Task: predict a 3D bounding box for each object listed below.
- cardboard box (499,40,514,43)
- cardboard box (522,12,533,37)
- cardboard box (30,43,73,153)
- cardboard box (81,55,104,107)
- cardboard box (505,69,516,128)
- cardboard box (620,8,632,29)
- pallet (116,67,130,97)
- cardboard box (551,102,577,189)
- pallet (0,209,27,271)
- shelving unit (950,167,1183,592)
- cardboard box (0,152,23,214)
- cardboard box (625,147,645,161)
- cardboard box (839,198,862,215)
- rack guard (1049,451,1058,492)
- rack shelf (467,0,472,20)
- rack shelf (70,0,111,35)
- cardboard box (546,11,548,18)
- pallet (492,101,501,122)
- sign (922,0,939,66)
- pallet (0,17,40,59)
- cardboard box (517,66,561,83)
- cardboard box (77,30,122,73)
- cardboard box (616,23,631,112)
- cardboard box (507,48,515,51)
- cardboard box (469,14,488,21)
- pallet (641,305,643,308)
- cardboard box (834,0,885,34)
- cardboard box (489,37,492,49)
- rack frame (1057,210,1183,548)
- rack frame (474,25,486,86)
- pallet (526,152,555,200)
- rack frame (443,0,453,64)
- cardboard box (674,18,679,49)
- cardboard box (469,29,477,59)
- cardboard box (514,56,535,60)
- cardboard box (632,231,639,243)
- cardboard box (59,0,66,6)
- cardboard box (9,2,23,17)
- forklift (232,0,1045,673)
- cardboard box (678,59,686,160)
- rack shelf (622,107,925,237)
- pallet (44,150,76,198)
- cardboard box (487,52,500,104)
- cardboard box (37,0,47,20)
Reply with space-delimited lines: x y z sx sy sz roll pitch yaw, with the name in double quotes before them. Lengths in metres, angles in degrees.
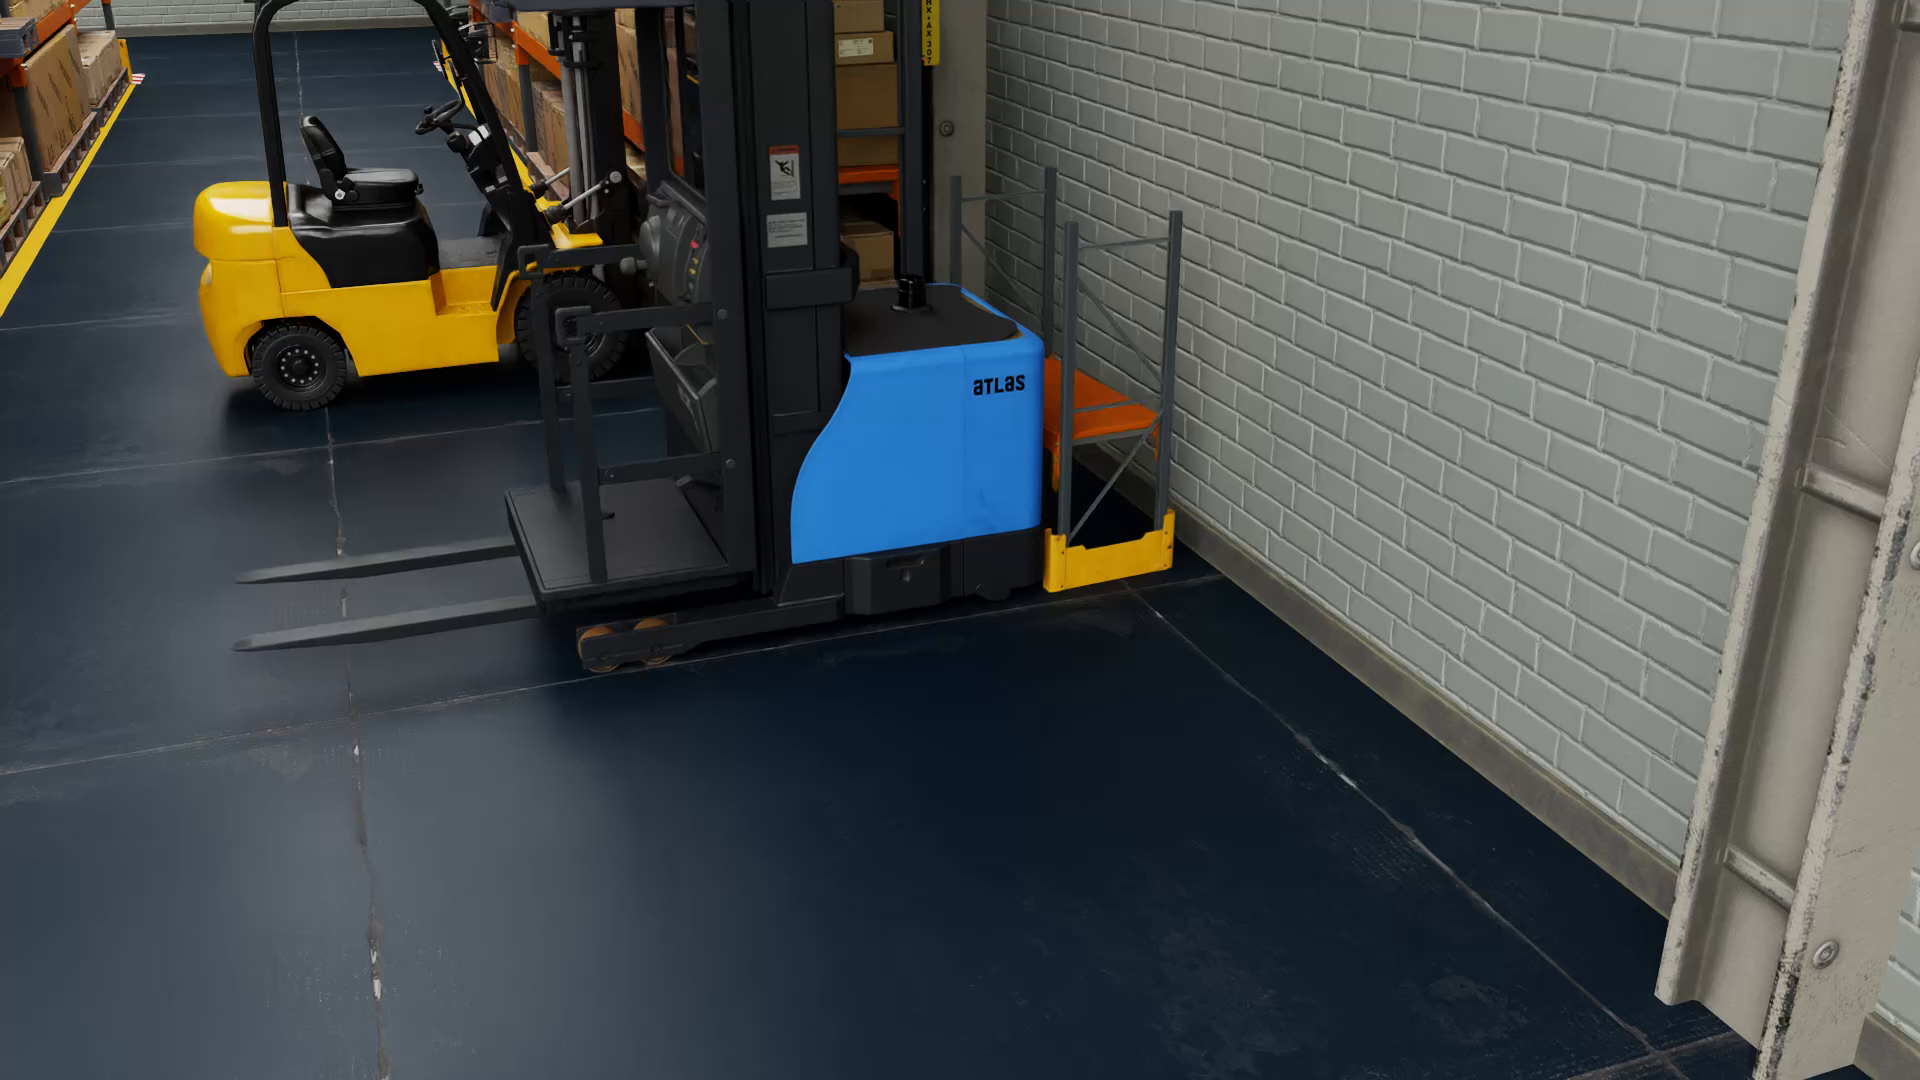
"cardboard box" -4.649 -5.190 17.544 0.380 0.149 0.250 -9 24 -20
"cardboard box" -3.393 -4.395 14.008 0.500 0.250 0.500 -9 24 -20
"cardboard box" -8.614 -3.961 14.981 0.875 0.875 0.875 -8 24 -18
"cardboard box" -9.671 -4.869 17.698 0.875 0.438 0.875 -9 24 -20
"cardboard box" -4.199 -4.381 16.460 0.500 0.500 0.500 -7 24 -17
"cardboard box" -1.790 -3.113 9.809 0.380 0.149 0.250 -9 25 -21
"pallet" -10.607 -5.502 20.032 1.003 0.211 1.213 -8 24 -19
"cardboard box" -2.811 -3.232 13.573 0.875 0.625 0.625 -9 25 -21
"pallet" -7.435 -2.148 12.075 1.003 0.211 1.213 -8 24 -19
"shelving unit" 0.401 -0.715 7.014 0.587 1.500 1.083 -10 25 -23
"cardboard box" -7.678 -2.669 12.562 0.950 0.372 0.625 -9 24 -20
"cardboard box" -2.033 -2.370 10.723 0.500 0.250 0.500 -8 24 -19
"cardboard box" -0.841 -1.704 9.144 0.500 0.250 0.500 -8 24 -19
"rack guard" 0.188 -0.313 7.672 0.587 0.250 0.087 -10 25 -23
"rack shelf" -5.614 -6.691 20.189 1.077 0.370 4.000 -8 24 -19
"rack shelf" -10.257 -6.008 18.569 1.077 0.370 4.000 -8 24 -19
"cardboard box" -2.858 -4.066 12.584 0.500 0.250 0.500 -8 24 -18
"pallet" -4.585 -4.720 18.177 1.003 0.211 1.213 -8 24 -19
"sign" -0.147 -2.445 7.972 0.100 0.325 0.005 -8 24 -19
"pallet" -7.786 -3.827 12.715 1.213 0.211 1.003 -8 24 -19
"cardboard box" -3.906 -4.327 15.498 0.380 0.149 0.250 -10 25 -22
"cardboard box" -10.636 -5.853 20.034 0.875 0.438 0.875 -9 25 -21
"cardboard box" -1.790 -2.867 10.061 0.500 0.500 0.500 -9 24 -20
"cardboard box" -4.387 -4.909 16.878 0.380 0.149 0.250 -8 24 -19
"cardboard box" -6.193 -6.557 21.618 0.797 0.503 0.637 -9 25 -21
"pallet" -1.405 -1.365 10.217 1.003 0.211 1.213 -8 24 -19
"cardboard box" -0.587 -2.569 8.136 0.380 0.149 0.250 -9 24 -20
"cardboard box" -5.030 -5.469 18.207 0.380 0.149 0.250 -7 24 -16
"rack frame" 0.623 -0.533 6.583 0.500 1.500 0.032 -10 25 -23
"rack frame" -4.908 -6.296 18.325 1.000 3.000 0.127 -8 24 -19
"pallet" -3.240 -3.253 14.696 1.003 0.211 1.213 -8 24 -19
"rack frame" -6.321 -7.749 21.773 1.000 3.000 0.127 -8 24 -19
"cardboard box" -1.282 -2.651 8.714 0.380 0.149 0.250 -9 24 -19
"cardboard box" -5.561 -5.862 19.974 0.700 0.500 0.500 -9 25 -21
"cardboard box" -4.134 -4.626 16.207 0.380 0.149 0.250 -8 24 -17
"cardboard box" -1.675 -1.777 9.960 0.500 0.250 0.500 -8 24 -19
"cardboard box" -9.156 -5.416 16.430 0.500 0.250 0.500 -9 24 -20
"cardboard box" -8.074 -4.303 13.790 0.500 0.250 0.500 -9 24 -20
"forklift" -1.232 -1.096 6.076 3.031 2.935 1.130 -8 24 -19
"cardboard box" -1.088 -2.124 8.299 0.500 0.500 0.500 -9 24 -20
"rack shelf" -1.375 -2.331 9.844 1.077 0.370 4.000 -8 24 -19
"pallet" -8.345 -3.172 14.503 1.003 0.211 1.213 -8 24 -19
"cardboard box" -4.750 -4.938 17.782 0.500 0.500 0.500 -9 24 -20
"cardboard box" -8.630 -4.857 15.106 0.500 0.250 0.500 -8 24 -19
